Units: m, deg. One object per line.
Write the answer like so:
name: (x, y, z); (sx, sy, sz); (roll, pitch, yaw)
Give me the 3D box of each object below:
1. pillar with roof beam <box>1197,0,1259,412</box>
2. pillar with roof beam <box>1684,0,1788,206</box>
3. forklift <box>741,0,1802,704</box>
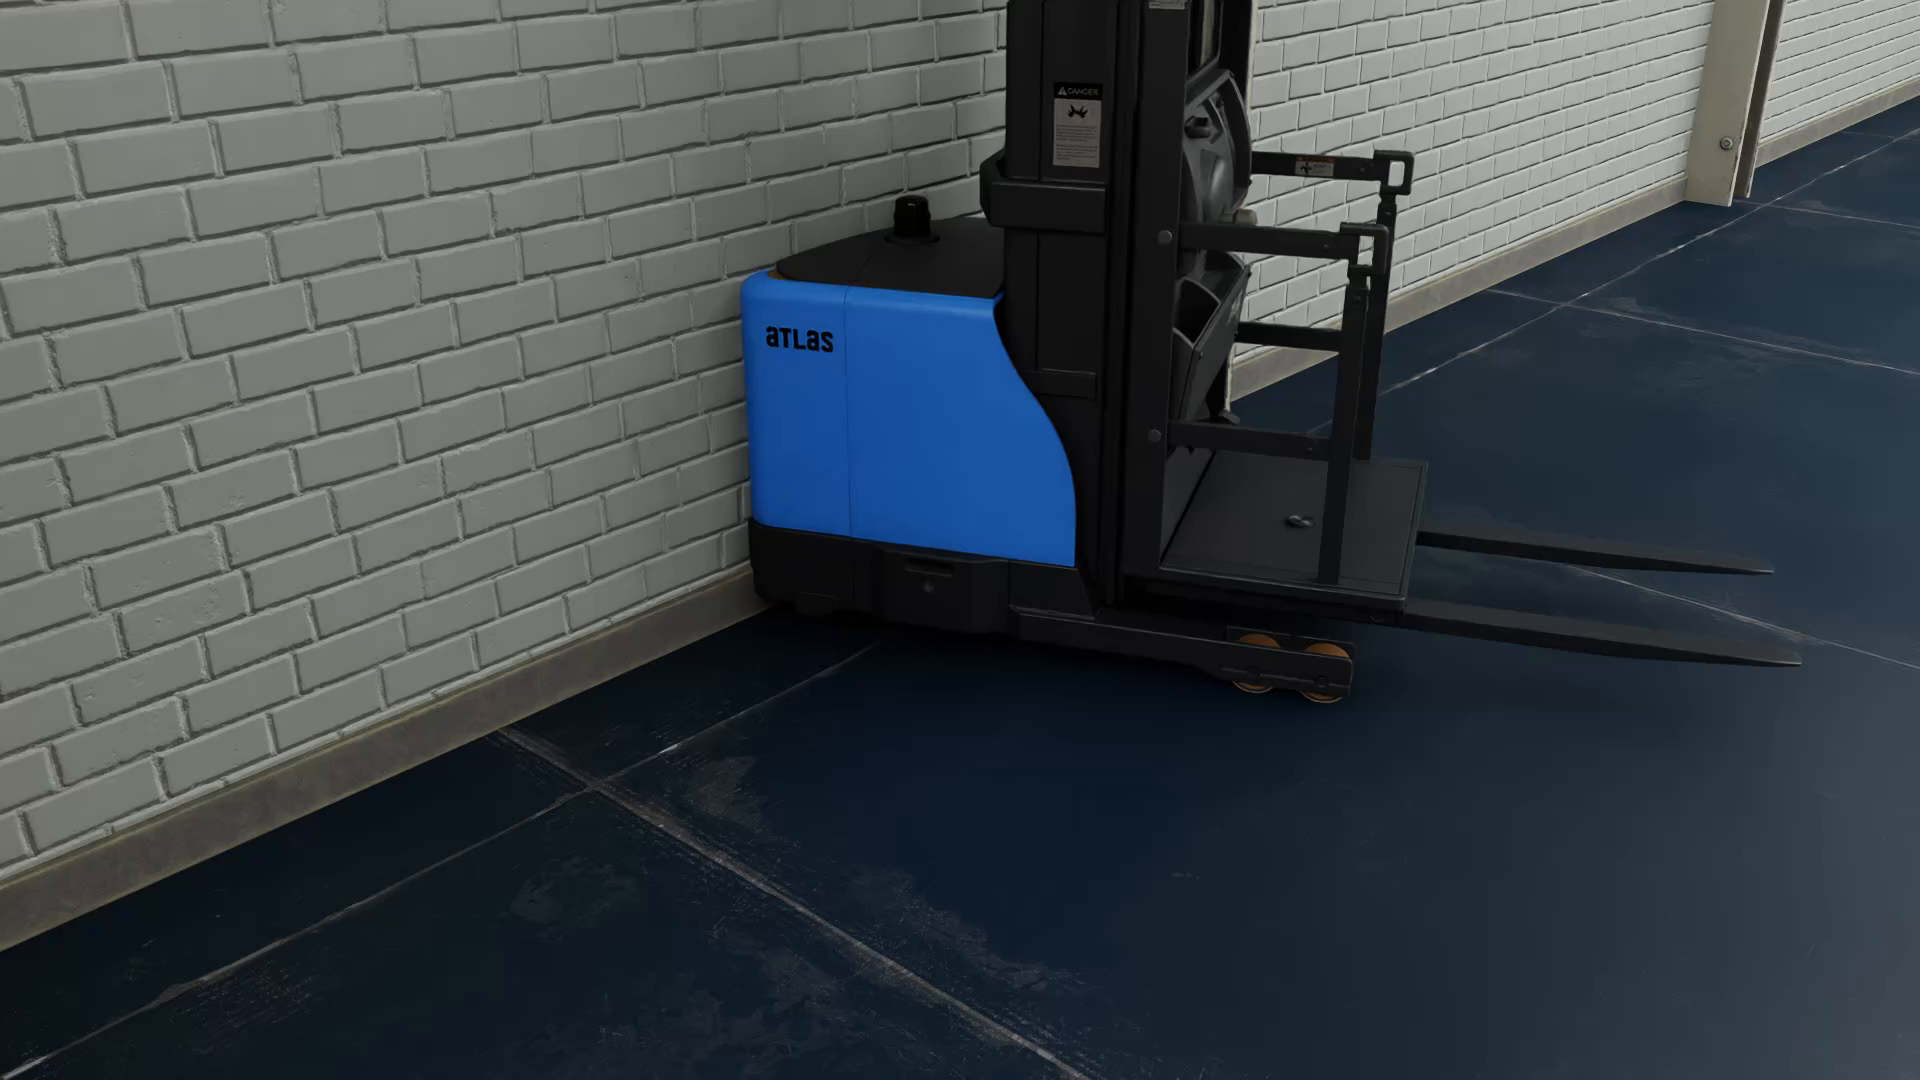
pillar with roof beam: (4.022, -3.291, 2.090); (9.100, 9.000, 0.400); (20, 31, 38)
pillar with roof beam: (8.027, -5.119, 6.167); (9.100, 9.000, 0.400); (20, 31, 38)
forklift: (0.917, -1.117, 4.660); (3.031, 2.935, 1.130); (7, 25, 16)
